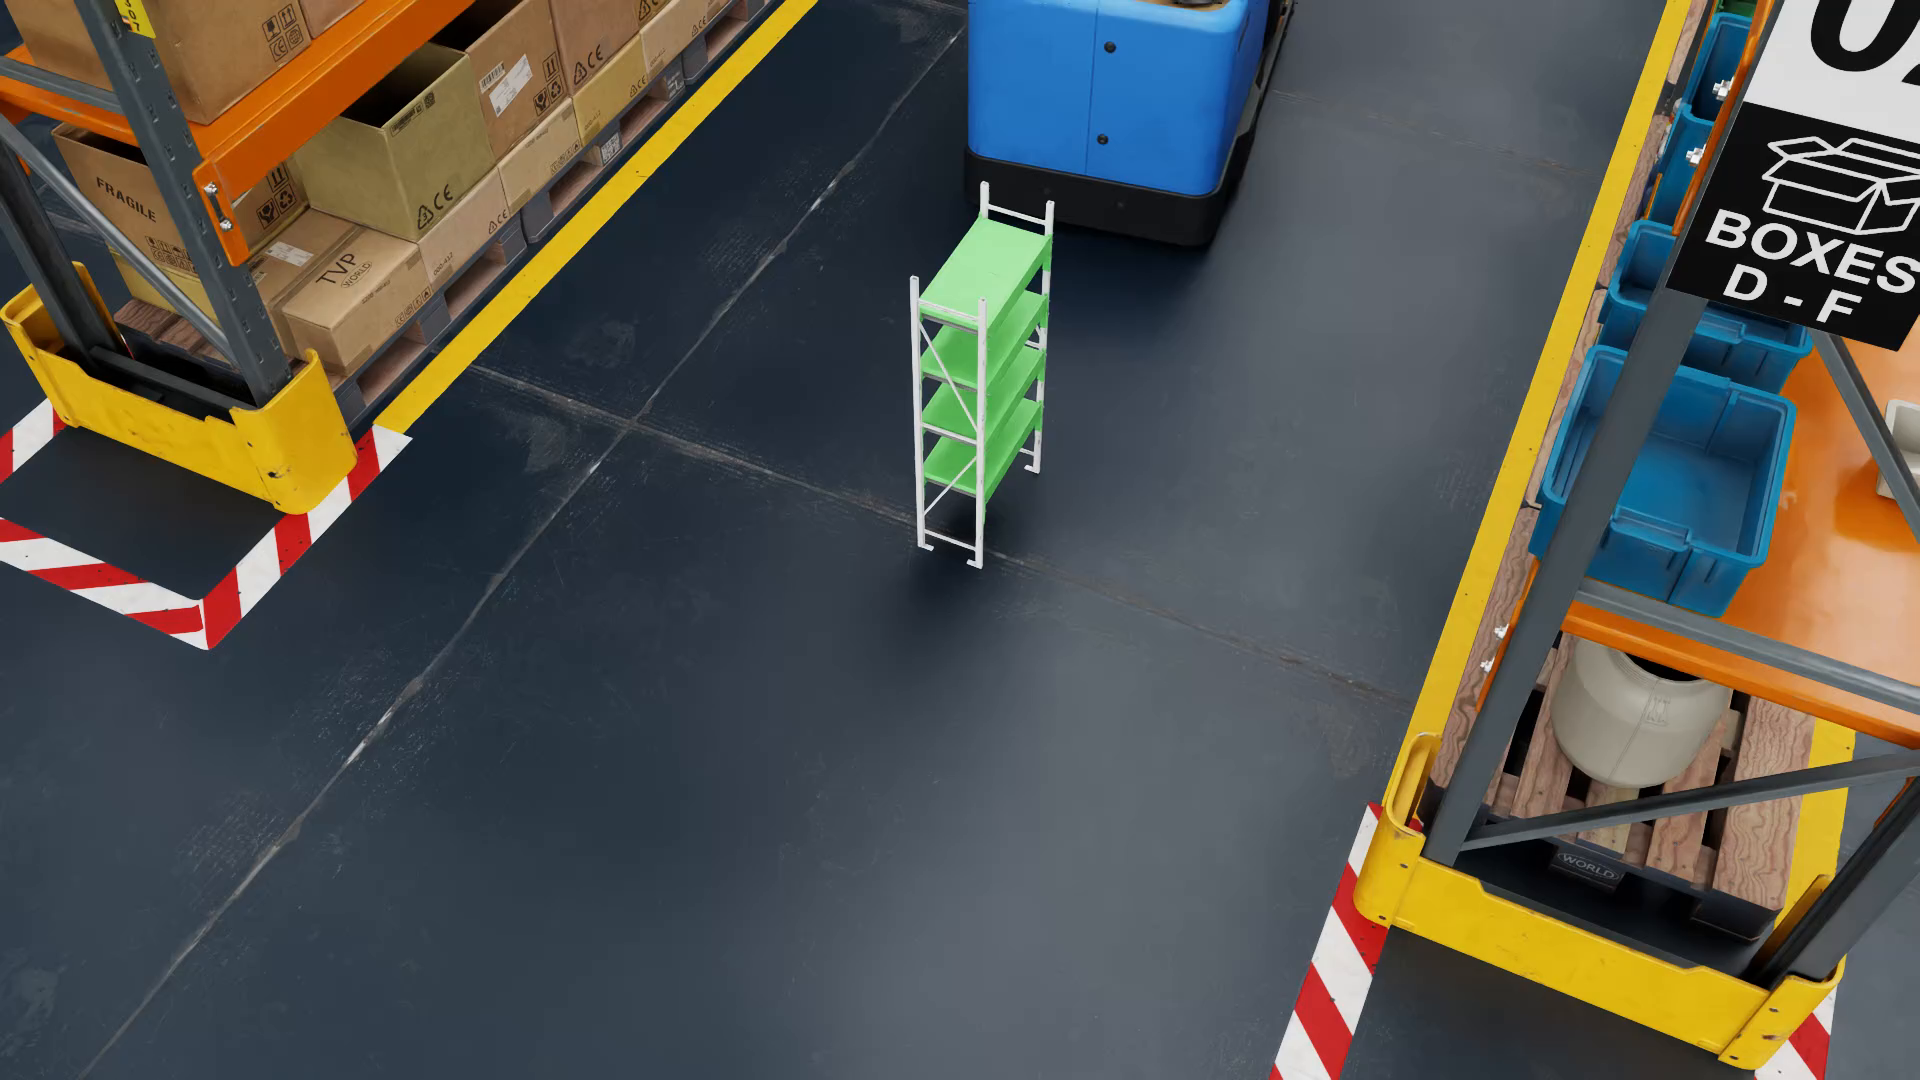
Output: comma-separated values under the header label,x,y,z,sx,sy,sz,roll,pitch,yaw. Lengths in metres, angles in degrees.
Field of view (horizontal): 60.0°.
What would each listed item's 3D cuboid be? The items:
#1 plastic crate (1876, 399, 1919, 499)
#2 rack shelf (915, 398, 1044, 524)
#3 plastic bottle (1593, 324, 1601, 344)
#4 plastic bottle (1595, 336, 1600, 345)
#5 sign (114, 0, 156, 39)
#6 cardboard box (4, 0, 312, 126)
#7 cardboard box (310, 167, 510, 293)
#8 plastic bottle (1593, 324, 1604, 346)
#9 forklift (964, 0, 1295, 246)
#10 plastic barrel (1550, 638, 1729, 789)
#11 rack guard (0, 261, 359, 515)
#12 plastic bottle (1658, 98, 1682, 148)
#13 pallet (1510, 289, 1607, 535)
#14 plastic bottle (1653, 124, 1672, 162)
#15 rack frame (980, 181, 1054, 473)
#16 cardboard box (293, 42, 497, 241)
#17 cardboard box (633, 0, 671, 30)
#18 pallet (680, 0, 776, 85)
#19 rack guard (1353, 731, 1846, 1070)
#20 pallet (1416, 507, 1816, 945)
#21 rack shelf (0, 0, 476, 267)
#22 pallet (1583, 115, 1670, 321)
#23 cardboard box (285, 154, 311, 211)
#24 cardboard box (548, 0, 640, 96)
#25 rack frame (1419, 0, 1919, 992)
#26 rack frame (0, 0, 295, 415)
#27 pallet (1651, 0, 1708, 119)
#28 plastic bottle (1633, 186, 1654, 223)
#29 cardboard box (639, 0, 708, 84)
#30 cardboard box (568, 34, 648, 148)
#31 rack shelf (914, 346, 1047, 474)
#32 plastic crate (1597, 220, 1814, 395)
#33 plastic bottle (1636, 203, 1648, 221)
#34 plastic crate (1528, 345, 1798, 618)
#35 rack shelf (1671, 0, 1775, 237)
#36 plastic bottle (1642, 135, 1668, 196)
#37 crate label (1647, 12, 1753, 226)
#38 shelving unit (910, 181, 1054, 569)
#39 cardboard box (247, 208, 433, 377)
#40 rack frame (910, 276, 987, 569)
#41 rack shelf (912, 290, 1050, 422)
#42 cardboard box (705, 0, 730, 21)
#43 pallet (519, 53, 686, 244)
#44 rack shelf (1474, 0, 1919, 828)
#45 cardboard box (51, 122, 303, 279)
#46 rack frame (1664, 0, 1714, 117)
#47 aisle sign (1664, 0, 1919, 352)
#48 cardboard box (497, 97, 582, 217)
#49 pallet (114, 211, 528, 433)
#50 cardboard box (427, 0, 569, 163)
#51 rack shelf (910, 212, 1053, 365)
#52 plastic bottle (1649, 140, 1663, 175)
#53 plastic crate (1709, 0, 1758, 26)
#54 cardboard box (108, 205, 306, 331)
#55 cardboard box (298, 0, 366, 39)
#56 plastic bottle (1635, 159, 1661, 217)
label,x,y,z,sx,sy,sz,roll,pitch,yaw
plastic crate,2.411,-0.181,4.107,0.298,0.136,0.250,20,52,16
rack shelf,0.071,-0.306,5.621,0.258,0.148,0.480,20,52,16
plastic bottle,2.385,-0.822,5.930,0.144,0.351,0.185,22,53,18
plastic bottle,2.259,-0.587,5.779,0.152,0.276,0.135,20,53,16
sign,-2.240,-1.490,4.428,0.100,0.325,0.005,20,52,16
cardboard box,-2.528,-1.719,5.177,0.700,0.500,0.500,20,52,16
cardboard box,-2.098,-1.256,6.379,0.500,0.250,0.500,20,52,16
plastic bottle,2.318,-0.682,5.860,0.152,0.276,0.135,18,52,15
forklift,0.935,-3.279,6.615,1.130,2.935,3.031,13,51,11
plastic barrel,1.950,0.437,4.766,0.421,0.512,0.421,0,50,0
rack guard,-2.749,-0.542,5.883,1.175,0.500,0.348,20,52,16
plastic bottle,2.914,-1.691,6.722,0.097,0.271,0.097,0,50,0
pallet,2.602,-0.313,5.878,1.003,0.211,1.213,20,52,16
plastic bottle,2.871,-1.598,6.689,0.097,0.201,0.097,0,50,0
rack frame,0.175,-0.671,5.533,0.240,1.200,0.015,20,52,16
cardboard box,-2.097,-1.499,6.093,0.500,0.500,0.500,20,52,16
cardboard box,-1.465,-2.535,6.975,0.500,0.500,0.500,20,52,16
pallet,-1.408,-2.686,7.897,1.003,0.211,1.213,20,52,16
rack guard,1.728,0.988,4.581,1.175,0.500,0.348,20,52,16
pallet,2.080,0.524,5.166,1.003,0.211,1.213,20,52,16
rack shelf,-1.885,-2.513,6.391,1.077,0.370,4.000,20,52,16
pallet,3.122,-1.157,6.596,1.003,0.211,1.213,20,52,16
cardboard box,-2.574,-1.428,6.525,0.500,0.250,0.500,20,52,16
cardboard box,-1.665,-2.186,6.678,0.500,0.500,0.500,20,52,16
rack frame,1.738,0.245,3.572,1.000,3.000,0.127,20,52,16
rack frame,-2.739,-1.369,4.945,1.000,3.000,0.127,20,52,16
pallet,3.747,-2.159,7.448,1.003,0.211,1.213,20,52,16
plastic bottle,2.646,-1.242,6.288,0.144,0.351,0.185,18,52,15
cardboard box,-1.453,-2.288,7.257,0.500,0.250,0.500,20,52,16
cardboard box,-1.666,-1.943,6.964,0.500,0.250,0.500,20,52,16
rack shelf,0.071,-0.461,5.439,0.258,0.148,0.480,20,52,16
plastic crate,1.964,-0.594,4.383,0.499,0.251,0.408,20,52,16
plastic bottle,2.538,-1.120,6.229,0.061,0.283,0.133,22,53,18
plastic crate,1.681,-0.149,4.004,0.499,0.251,0.616,20,52,16
rack shelf,2.592,-1.871,3.875,1.077,0.370,4.000,20,52,16
plastic bottle,2.801,-1.461,6.523,0.152,0.276,0.135,22,53,17
crate label,2.280,-1.122,4.712,0.502,0.435,0.616,20,52,16
shelving unit,0.071,-0.503,5.390,0.258,1.200,0.503,20,52,16
cardboard box,-2.309,-0.911,6.085,0.500,0.250,0.500,20,52,16
rack frame,-0.034,-0.335,5.247,0.240,1.200,0.015,20,52,16
rack shelf,0.071,-0.617,5.256,0.258,0.148,0.480,20,52,16
cardboard box,-1.253,-2.637,7.554,0.500,0.250,0.500,20,52,16
pallet,-1.928,-1.843,7.179,1.003,0.211,1.213,20,52,16
rack shelf,2.592,-0.899,5.018,1.077,0.370,4.000,20,52,16
cardboard box,-2.779,-1.323,5.944,0.500,0.500,0.500,20,52,16
rack frame,3.447,-2.509,5.915,1.000,3.000,0.127,20,52,16
aisle sign,1.439,-0.644,2.622,0.394,0.787,0.004,20,52,16
cardboard box,-1.884,-1.601,6.672,0.500,0.250,0.500,20,52,16
pallet,-2.450,-1.006,6.467,1.003,0.211,1.213,20,52,16
cardboard box,-1.895,-1.847,6.390,0.500,0.500,0.500,20,52,16
rack shelf,0.071,-0.772,5.073,0.258,0.148,0.480,20,52,16
plastic bottle,2.828,-1.528,6.629,0.097,0.201,0.097,0,50,0
plastic crate,2.612,-1.598,5.279,0.450,0.188,0.662,20,52,16
cardboard box,-2.777,-1.079,6.229,0.500,0.250,0.500,20,52,16
cardboard box,-2.308,-2.082,5.486,0.700,0.500,0.500,21,53,17
plastic bottle,2.727,-1.372,6.399,0.144,0.351,0.185,21,53,17
